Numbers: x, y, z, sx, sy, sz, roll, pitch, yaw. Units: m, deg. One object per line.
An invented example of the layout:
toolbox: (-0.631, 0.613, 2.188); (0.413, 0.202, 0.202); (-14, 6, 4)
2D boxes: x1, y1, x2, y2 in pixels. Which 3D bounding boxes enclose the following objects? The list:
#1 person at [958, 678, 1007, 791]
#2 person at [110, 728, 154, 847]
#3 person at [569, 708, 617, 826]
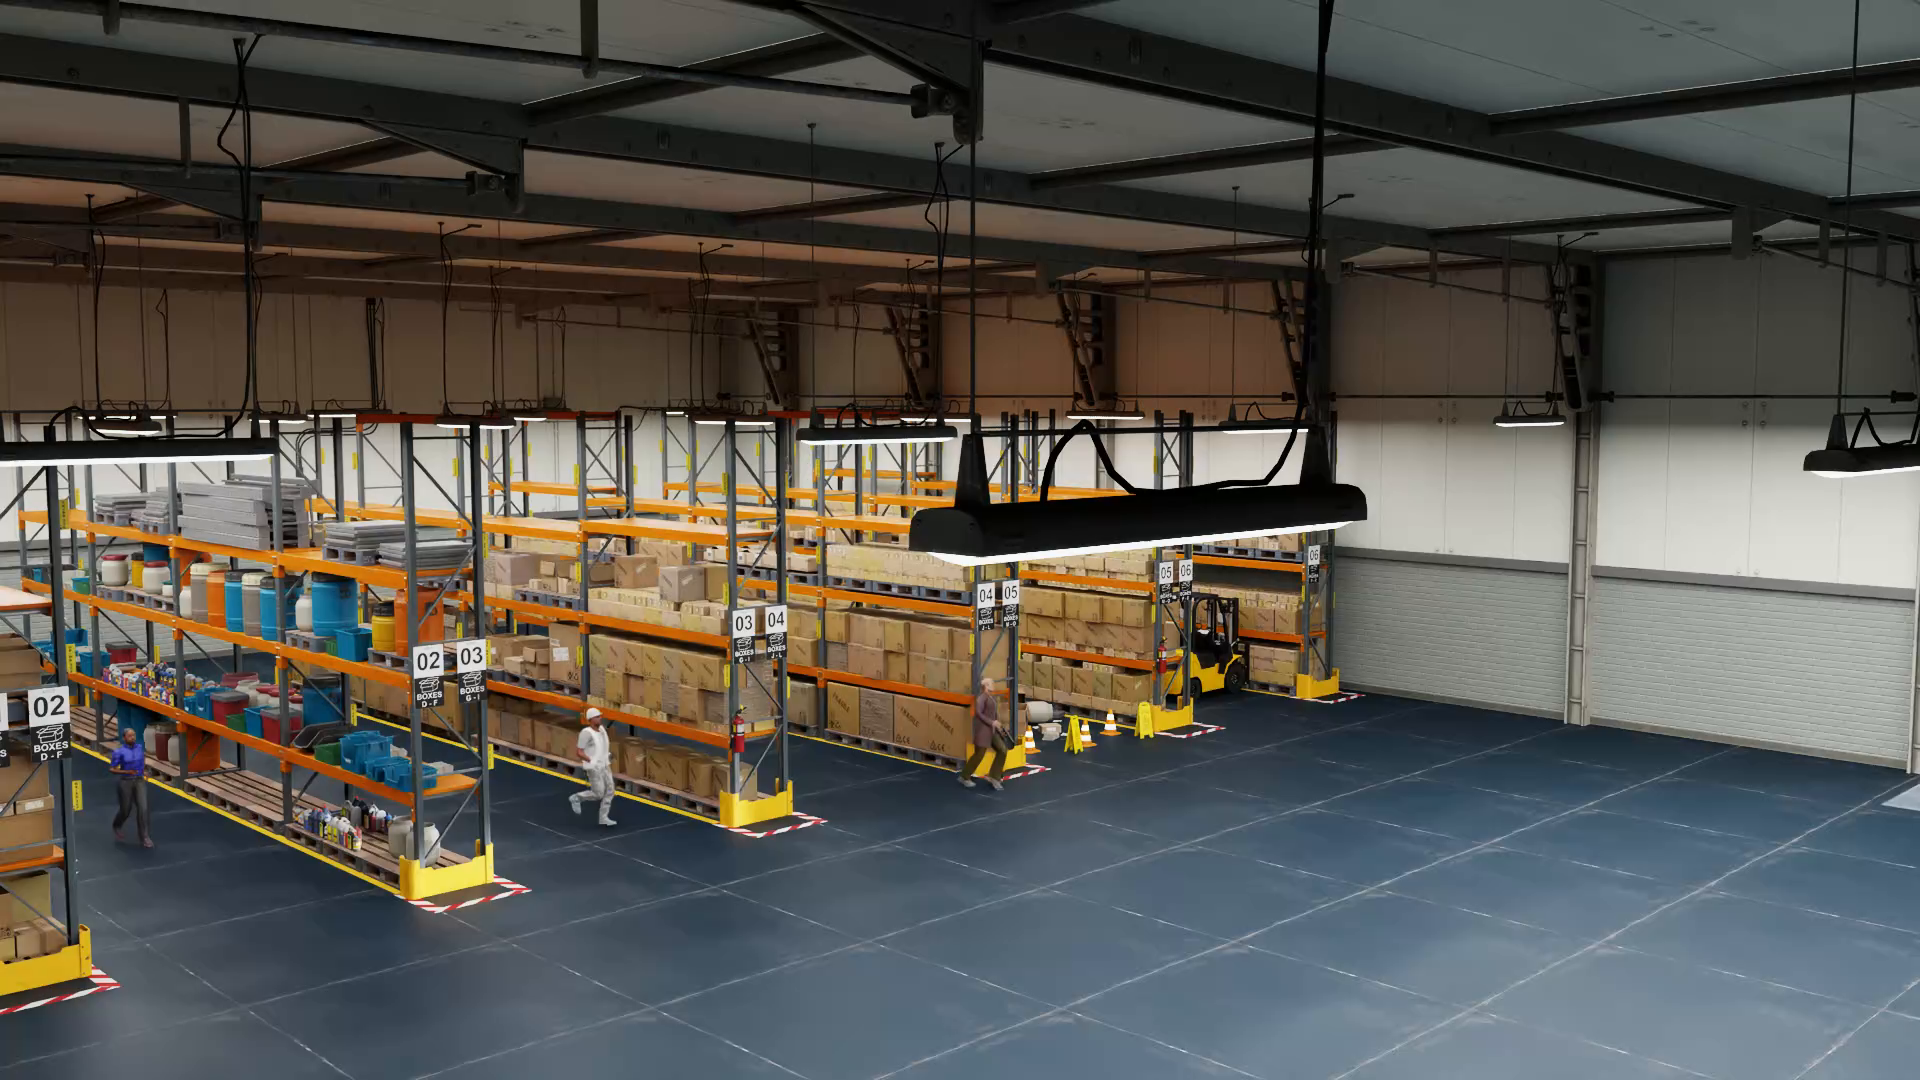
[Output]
person: (0.405, 3.133, 26.929); (0.765, 1.803, 0.768); (2, 5, 23)
person: (-11.642, 3.452, 23.369); (0.891, 1.645, 0.586); (4, 6, 37)
person: (-5.391, 3.340, 24.523); (0.746, 1.751, 0.692); (2, 5, 19)
